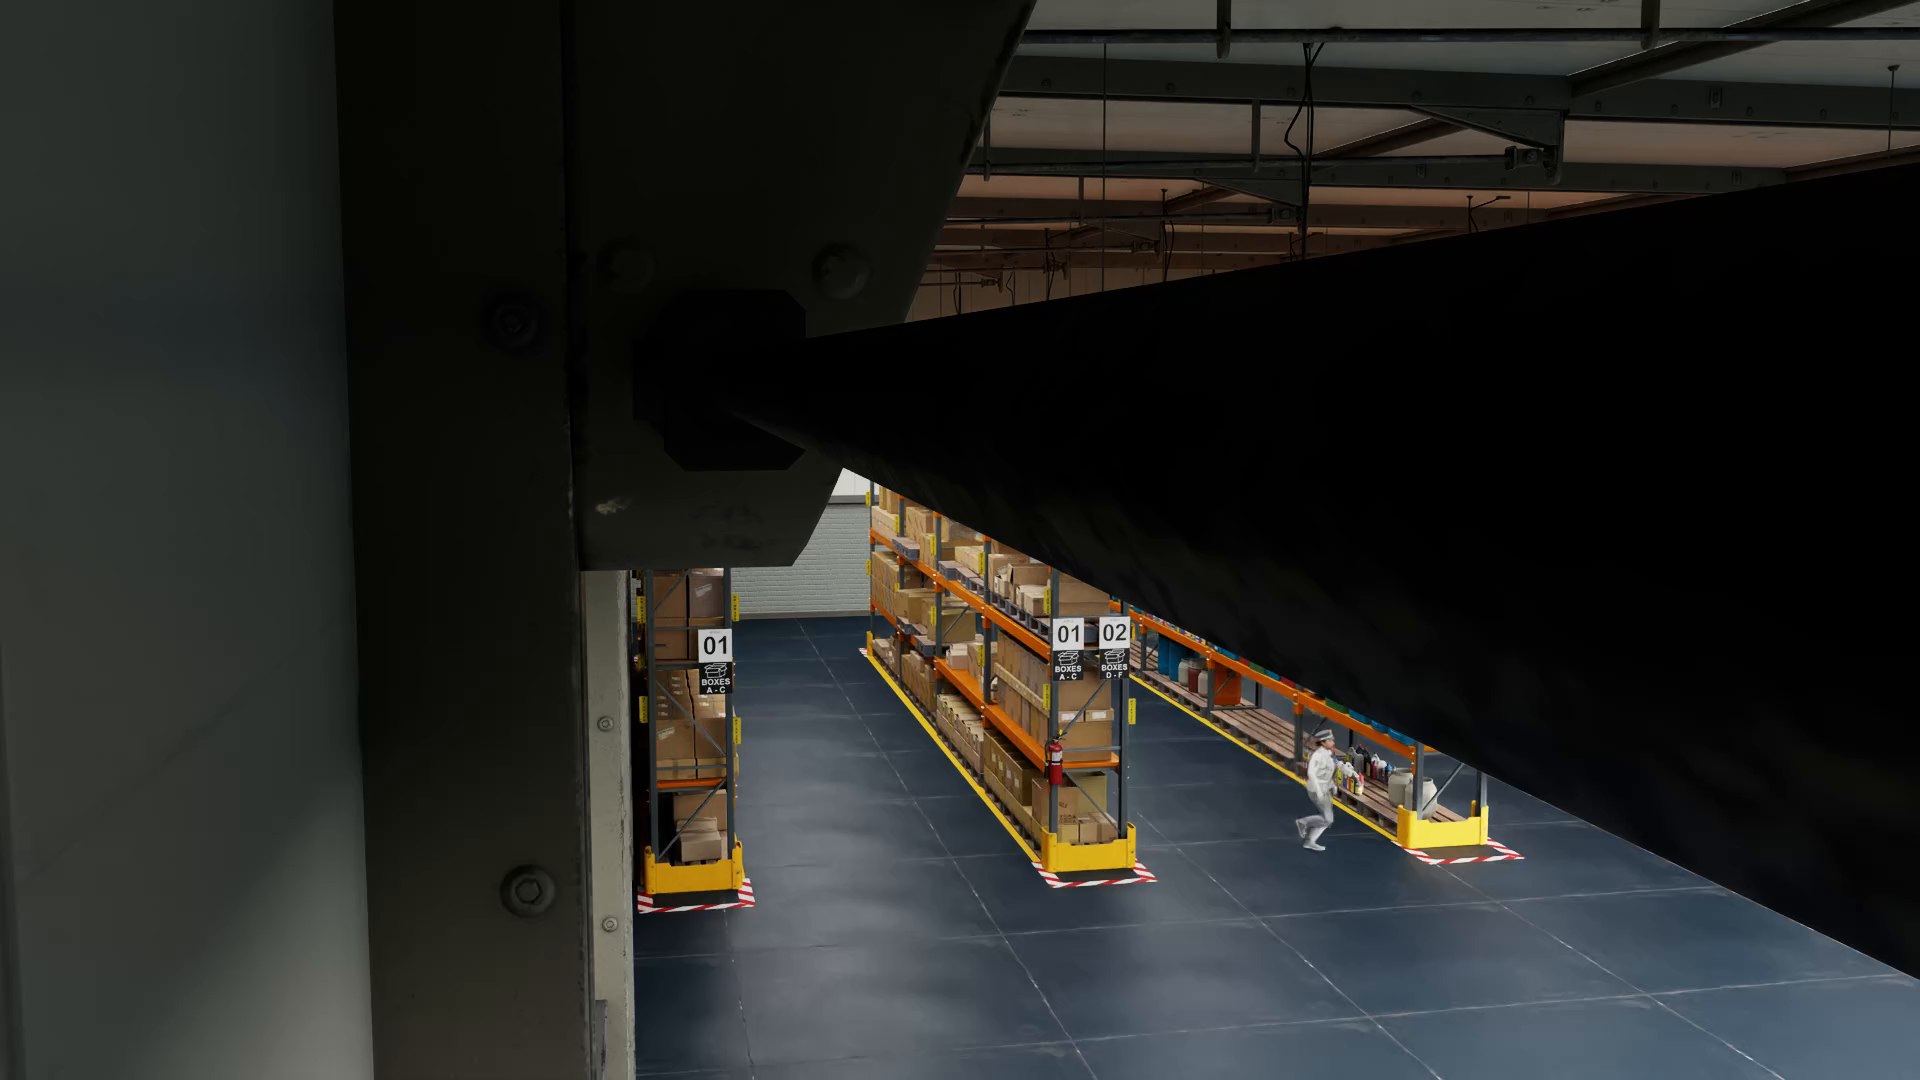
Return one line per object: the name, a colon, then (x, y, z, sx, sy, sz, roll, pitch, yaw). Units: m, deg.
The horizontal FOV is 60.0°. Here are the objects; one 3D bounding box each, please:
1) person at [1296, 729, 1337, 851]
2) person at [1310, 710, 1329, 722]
person: (4.663, 3.259, 21.757, 0.519, 1.624, 0.626, 4, 7, 30)
person: (6.576, 2.328, 29.685, 0.597, 1.752, 0.675, 1, 6, 5)
